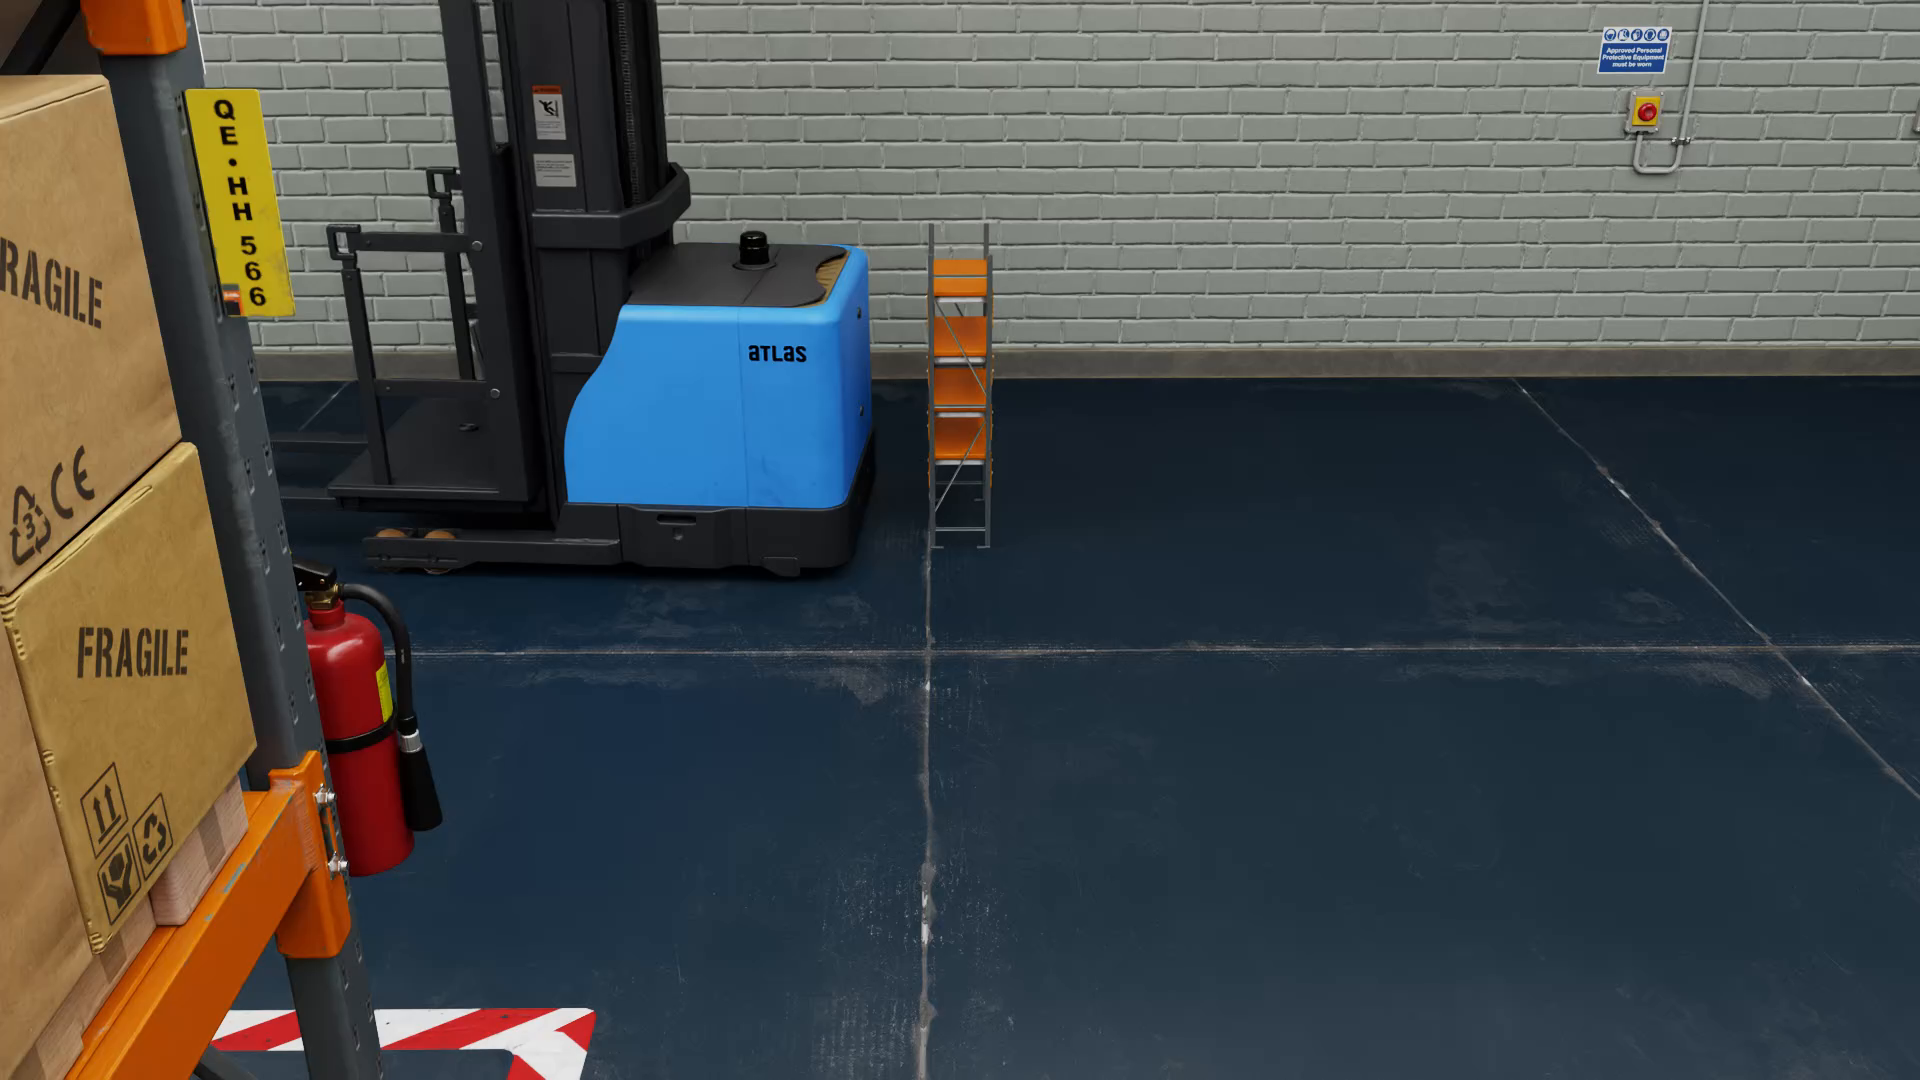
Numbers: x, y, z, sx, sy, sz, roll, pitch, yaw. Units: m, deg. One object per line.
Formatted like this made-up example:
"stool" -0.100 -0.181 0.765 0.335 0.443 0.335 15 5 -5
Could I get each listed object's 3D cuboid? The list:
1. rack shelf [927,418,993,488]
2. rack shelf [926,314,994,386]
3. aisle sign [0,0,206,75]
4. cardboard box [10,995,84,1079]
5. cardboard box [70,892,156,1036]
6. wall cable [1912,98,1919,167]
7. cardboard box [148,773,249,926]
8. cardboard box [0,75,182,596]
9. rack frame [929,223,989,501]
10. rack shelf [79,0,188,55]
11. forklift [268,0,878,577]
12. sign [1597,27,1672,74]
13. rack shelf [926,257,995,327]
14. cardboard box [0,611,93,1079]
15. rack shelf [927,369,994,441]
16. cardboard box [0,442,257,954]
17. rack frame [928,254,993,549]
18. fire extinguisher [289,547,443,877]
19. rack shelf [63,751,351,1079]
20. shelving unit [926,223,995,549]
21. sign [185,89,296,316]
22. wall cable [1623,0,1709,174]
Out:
"rack shelf" -0.002 -0.373 6.763 0.258 0.148 0.480 0 24 -1
"rack shelf" -0.002 -0.757 6.589 0.258 0.148 0.480 0 24 -1
"aisle sign" -1.282 -1.028 2.228 0.394 0.787 0.004 0 24 -1
"cardboard box" -1.313 0.641 1.997 0.380 0.149 0.250 0 24 -1
"cardboard box" -1.330 0.538 2.225 0.380 0.149 0.250 0 24 -1
"wall cable" 4.700 -2.674 7.788 0.588 1.984 0.122 0 24 -1
"cardboard box" -1.296 0.435 2.452 0.380 0.149 0.250 0 24 0
"cardboard box" -1.328 -0.261 1.992 0.500 0.500 0.500 -1 24 -2
"rack frame" -0.004 -0.715 6.876 0.240 1.200 0.015 0 24 -1
"rack shelf" -1.560 -0.027 0.403 1.077 0.370 4.000 0 24 -1
"forklift" -1.896 -1.417 6.327 3.031 2.935 1.130 2 24 4
"sign" 3.233 -2.348 7.973 0.327 0.218 0.001 0 24 -1
"rack shelf" -0.002 -0.973 6.492 0.258 0.148 0.480 0 24 -1
"cardboard box" -1.319 0.403 1.737 0.500 0.500 0.500 -1 24 -1
"rack shelf" -0.002 -0.554 6.681 0.258 0.148 0.480 0 24 -1
"cardboard box" -1.319 0.191 2.206 0.500 0.500 0.500 0 24 1
"rack frame" 0.001 -0.514 6.431 0.240 1.200 0.015 0 24 -1
"fire extinguisher" -1.123 0.287 3.021 0.296 0.674 0.183 0 24 -1
"rack shelf" -1.560 1.340 1.021 1.077 0.370 4.000 0 24 -1
"shelving unit" -0.002 -0.615 6.654 0.258 1.200 0.503 0 24 -1
"sign" -1.027 -0.478 2.378 0.100 0.325 0.005 0 24 -1
"wall cable" 3.282 -2.677 7.757 0.585 1.953 0.123 0 24 -1
